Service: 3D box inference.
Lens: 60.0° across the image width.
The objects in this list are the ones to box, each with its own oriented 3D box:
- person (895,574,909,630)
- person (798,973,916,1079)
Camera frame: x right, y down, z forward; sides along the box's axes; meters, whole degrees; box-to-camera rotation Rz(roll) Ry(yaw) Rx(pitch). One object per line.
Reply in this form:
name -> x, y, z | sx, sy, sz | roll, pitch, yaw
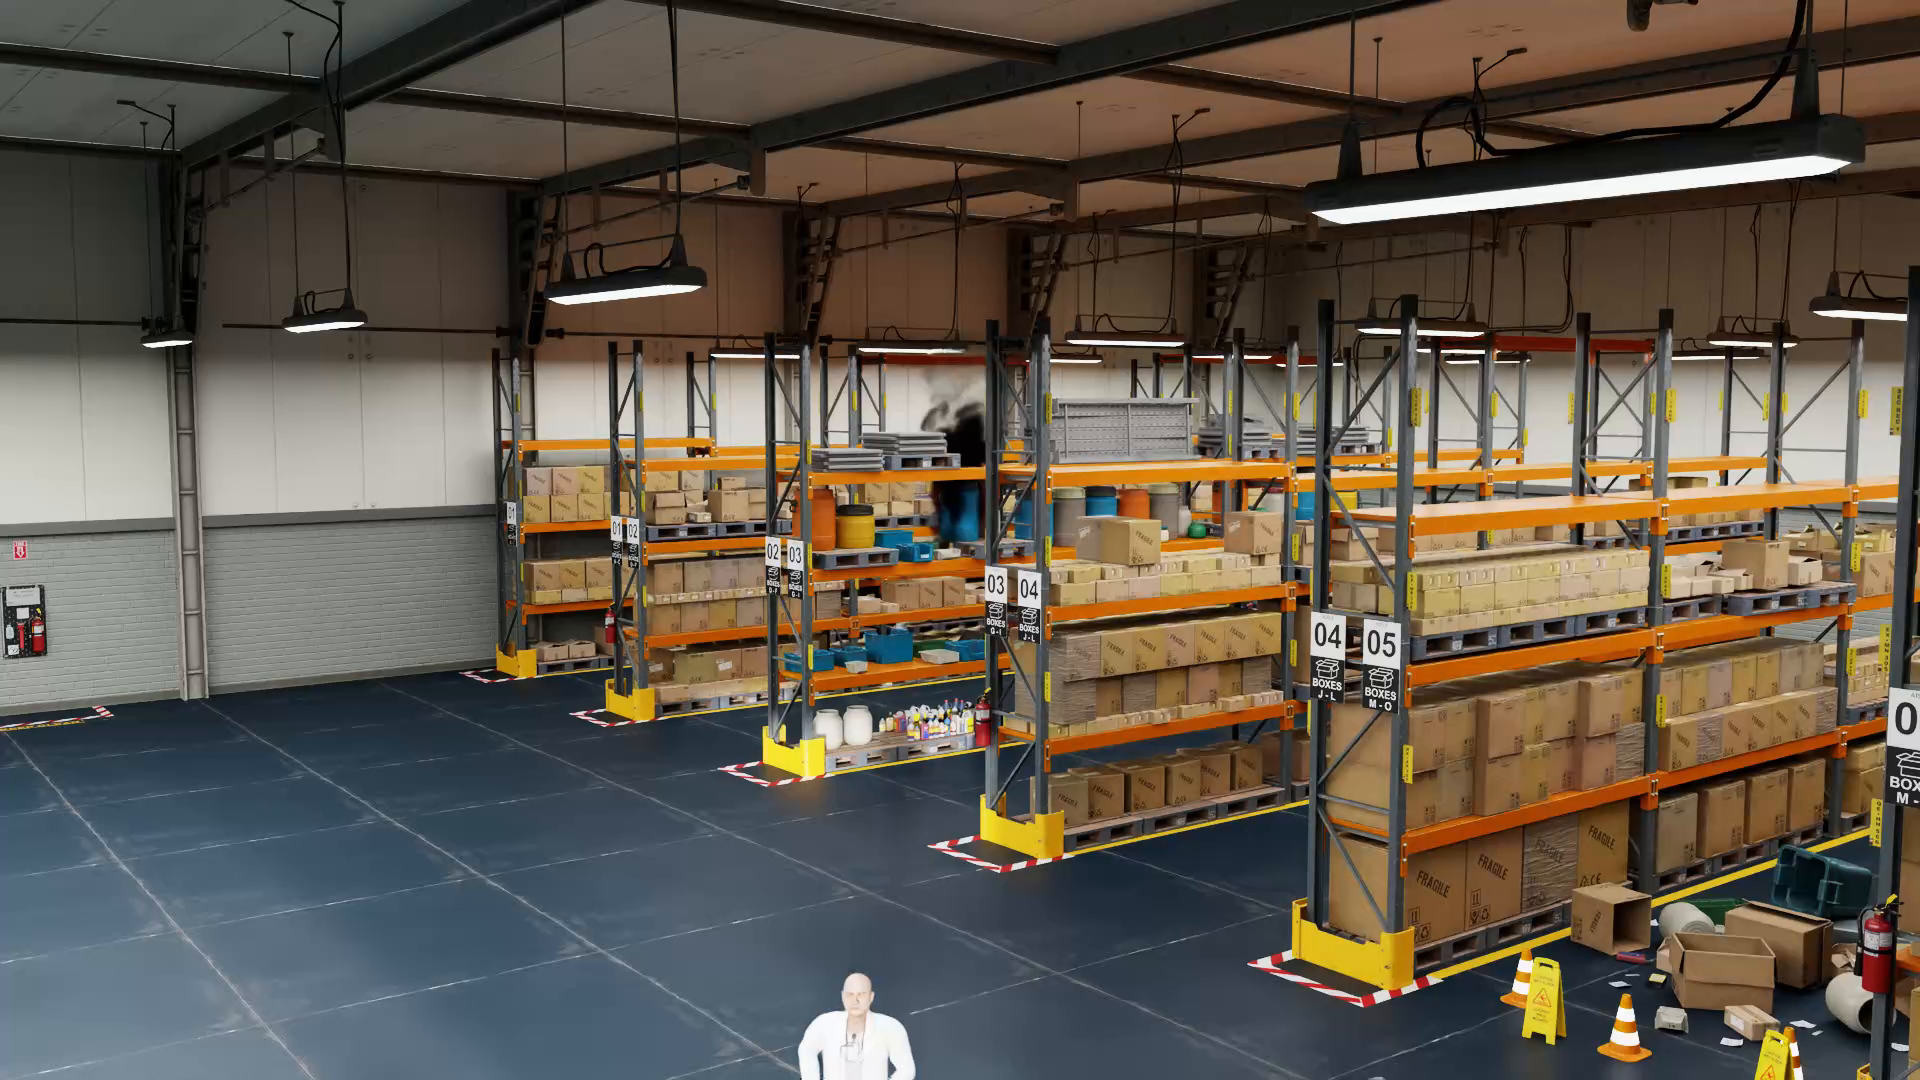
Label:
person -> -1.122, 1.442, 32.420 | 0.572, 1.746, 0.660 | -4, 6, -38
person -> -0.621, 3.439, 9.848 | 0.714, 1.731, 0.624 | 0, 5, 0
